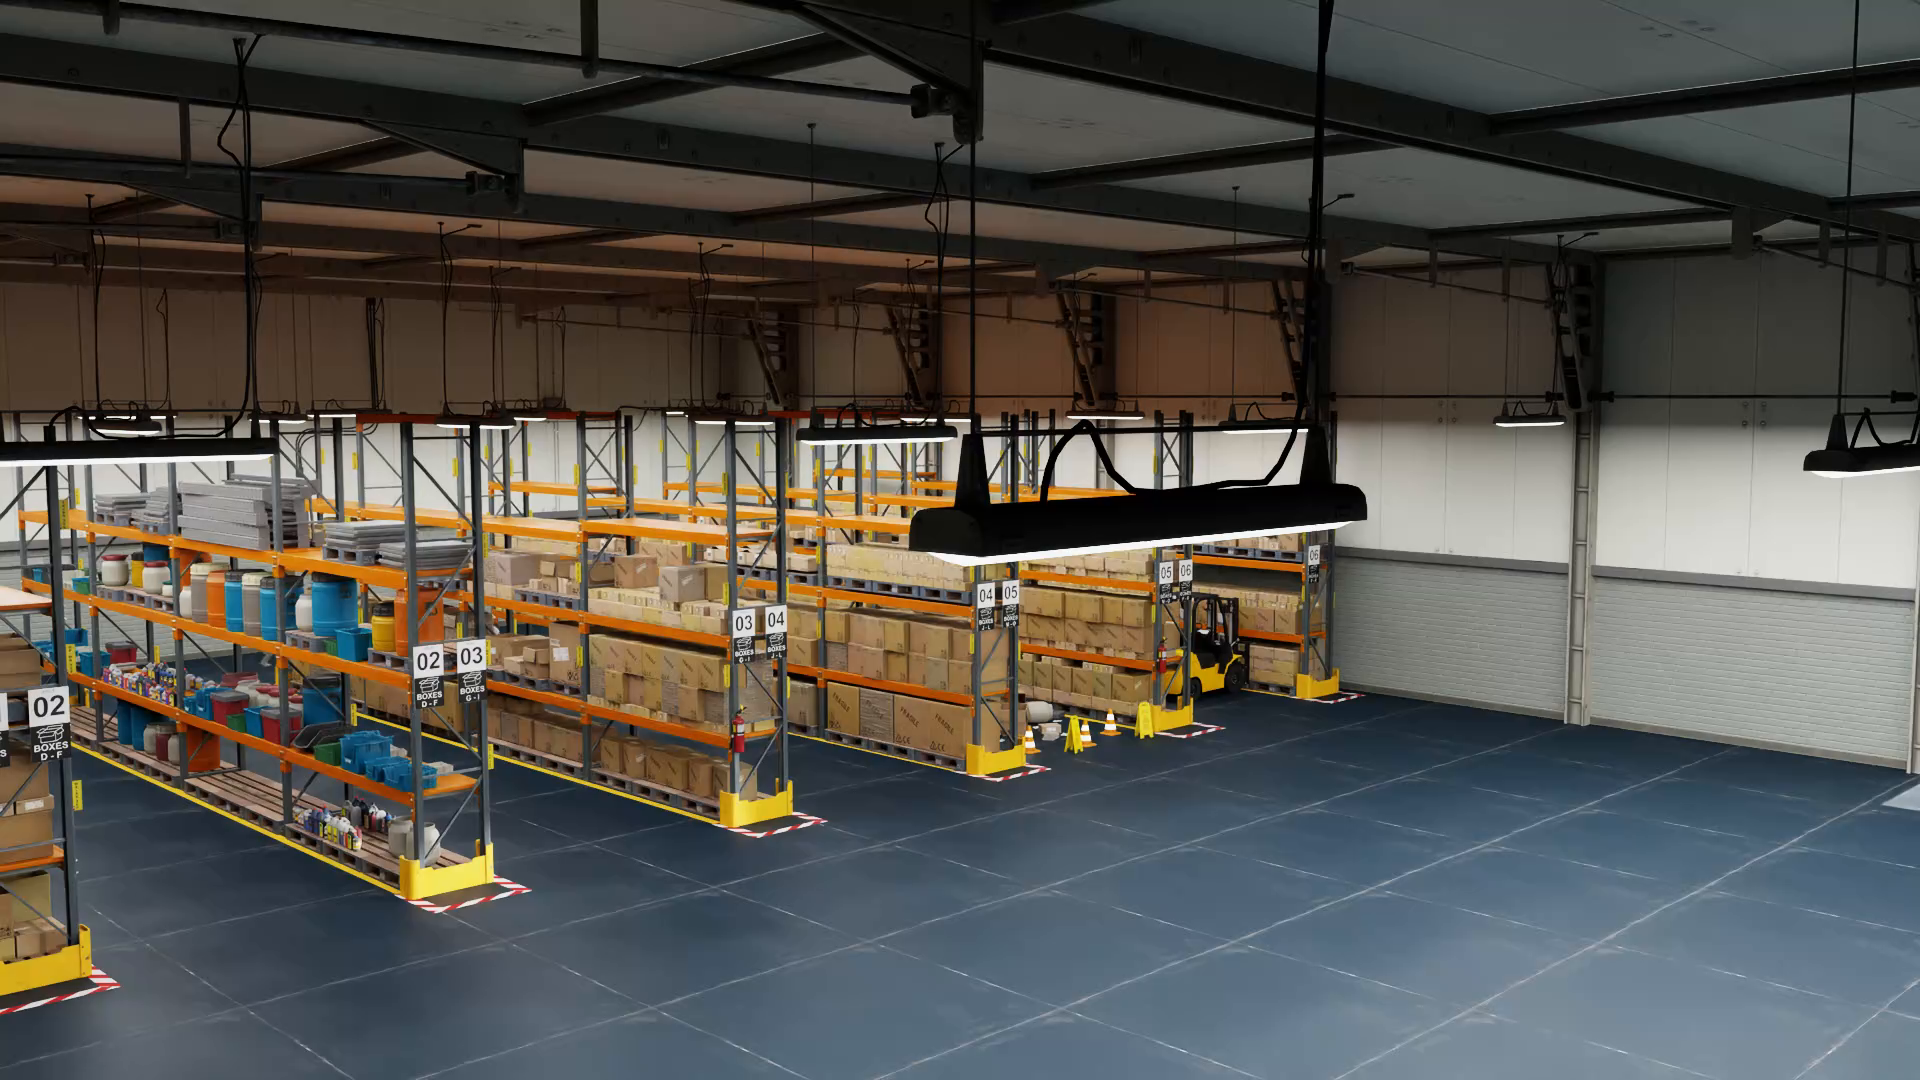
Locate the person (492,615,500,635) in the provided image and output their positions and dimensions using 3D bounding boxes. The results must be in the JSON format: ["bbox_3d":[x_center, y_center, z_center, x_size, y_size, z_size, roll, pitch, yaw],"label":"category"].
[{"bbox_3d":[-9.784,2.417,34.901,1.046,1.733,0.652,5,7,43],"label":"person"}]

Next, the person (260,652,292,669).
[{"bbox_3d":[-15.757,2.174,38.438,0.927,1.644,0.477,2,5,23],"label":"person"}]
